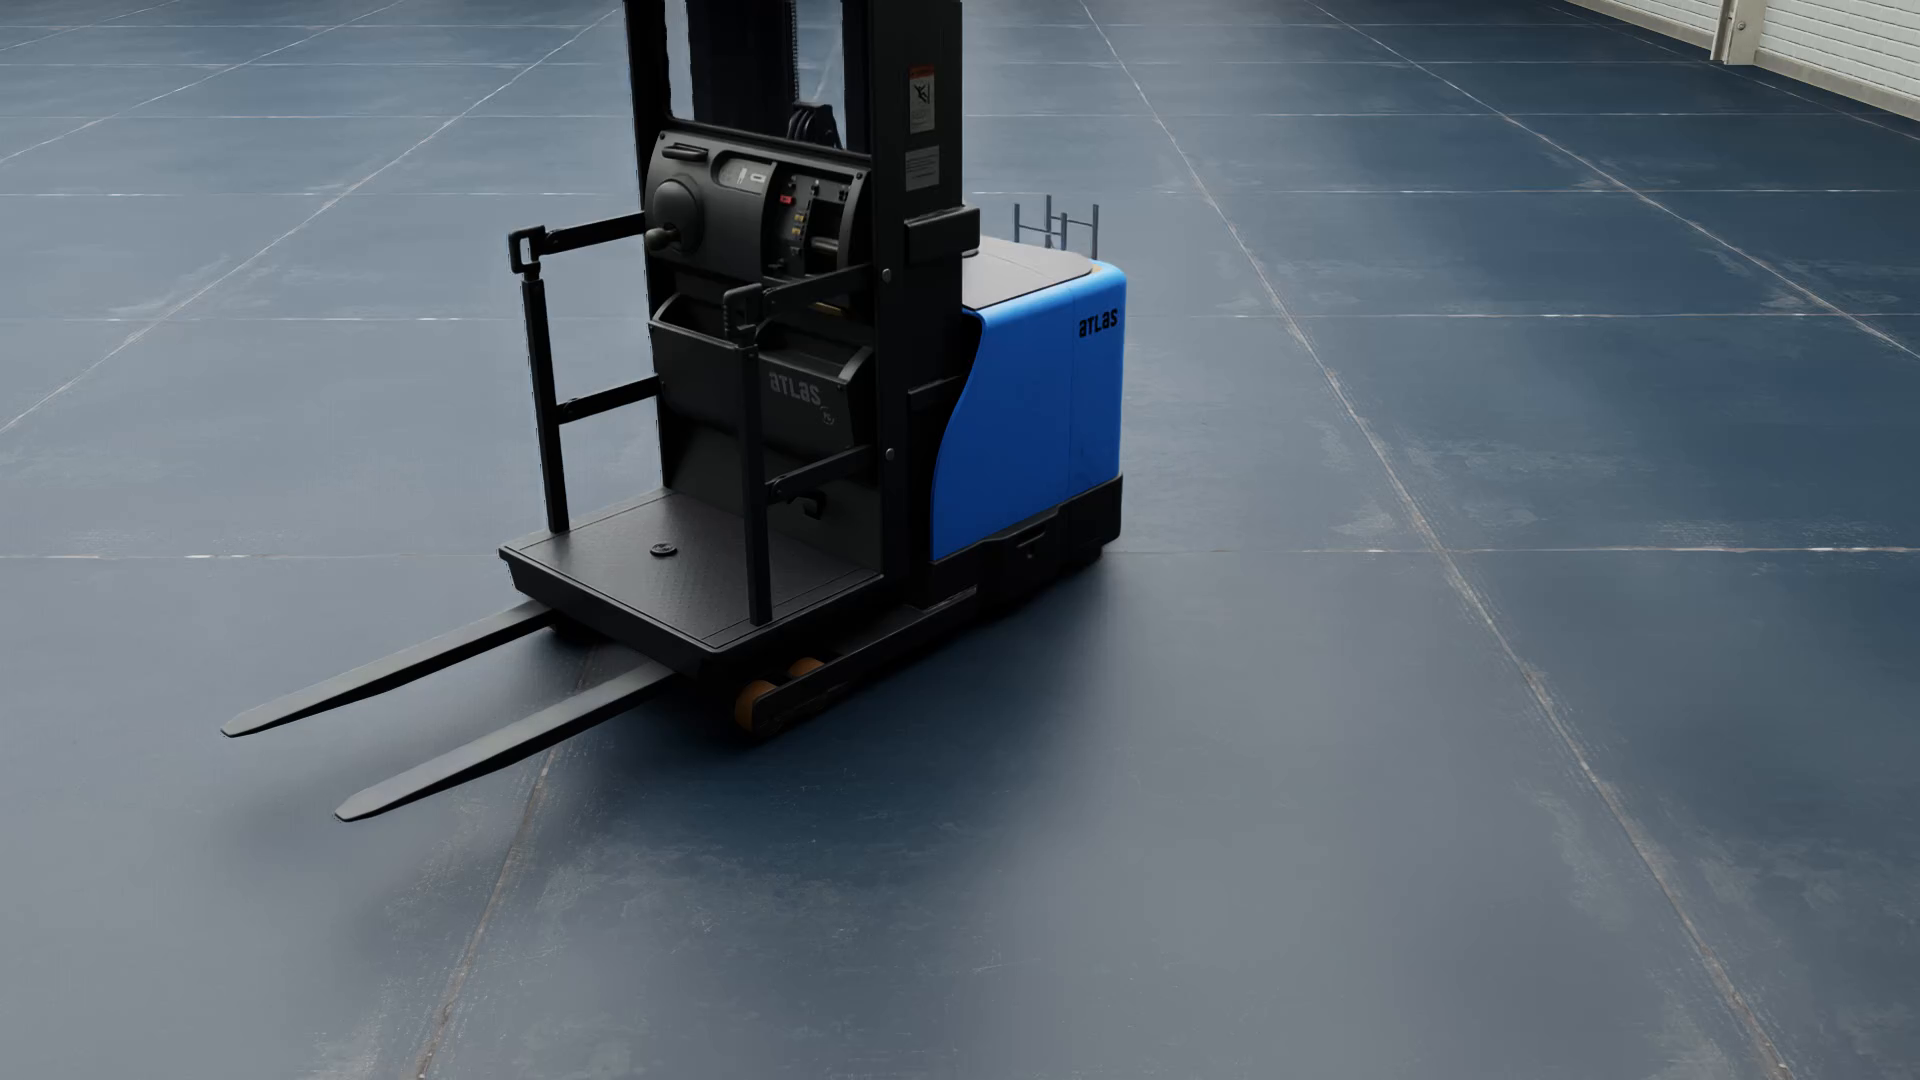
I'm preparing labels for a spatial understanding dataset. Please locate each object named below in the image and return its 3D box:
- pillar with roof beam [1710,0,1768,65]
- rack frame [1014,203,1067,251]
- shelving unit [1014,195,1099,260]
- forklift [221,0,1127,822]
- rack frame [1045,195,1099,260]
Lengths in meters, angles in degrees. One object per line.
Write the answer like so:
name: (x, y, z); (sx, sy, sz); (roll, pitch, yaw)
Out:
pillar with roof beam: (3.669, -9.015, 15.262); (9.100, 9.000, 0.400); (0, 24, -1)
rack frame: (0.289, -0.647, 6.224); (0.240, 1.200, 0.006); (20, 31, 38)
shelving unit: (0.350, -0.675, 6.286); (0.258, 1.200, 0.189); (20, 31, 38)
forklift: (-0.769, -0.985, 4.870); (1.130, 2.935, 3.031); (20, 31, 38)
rack frame: (0.412, -0.703, 6.347); (0.240, 1.200, 0.006); (20, 31, 38)
